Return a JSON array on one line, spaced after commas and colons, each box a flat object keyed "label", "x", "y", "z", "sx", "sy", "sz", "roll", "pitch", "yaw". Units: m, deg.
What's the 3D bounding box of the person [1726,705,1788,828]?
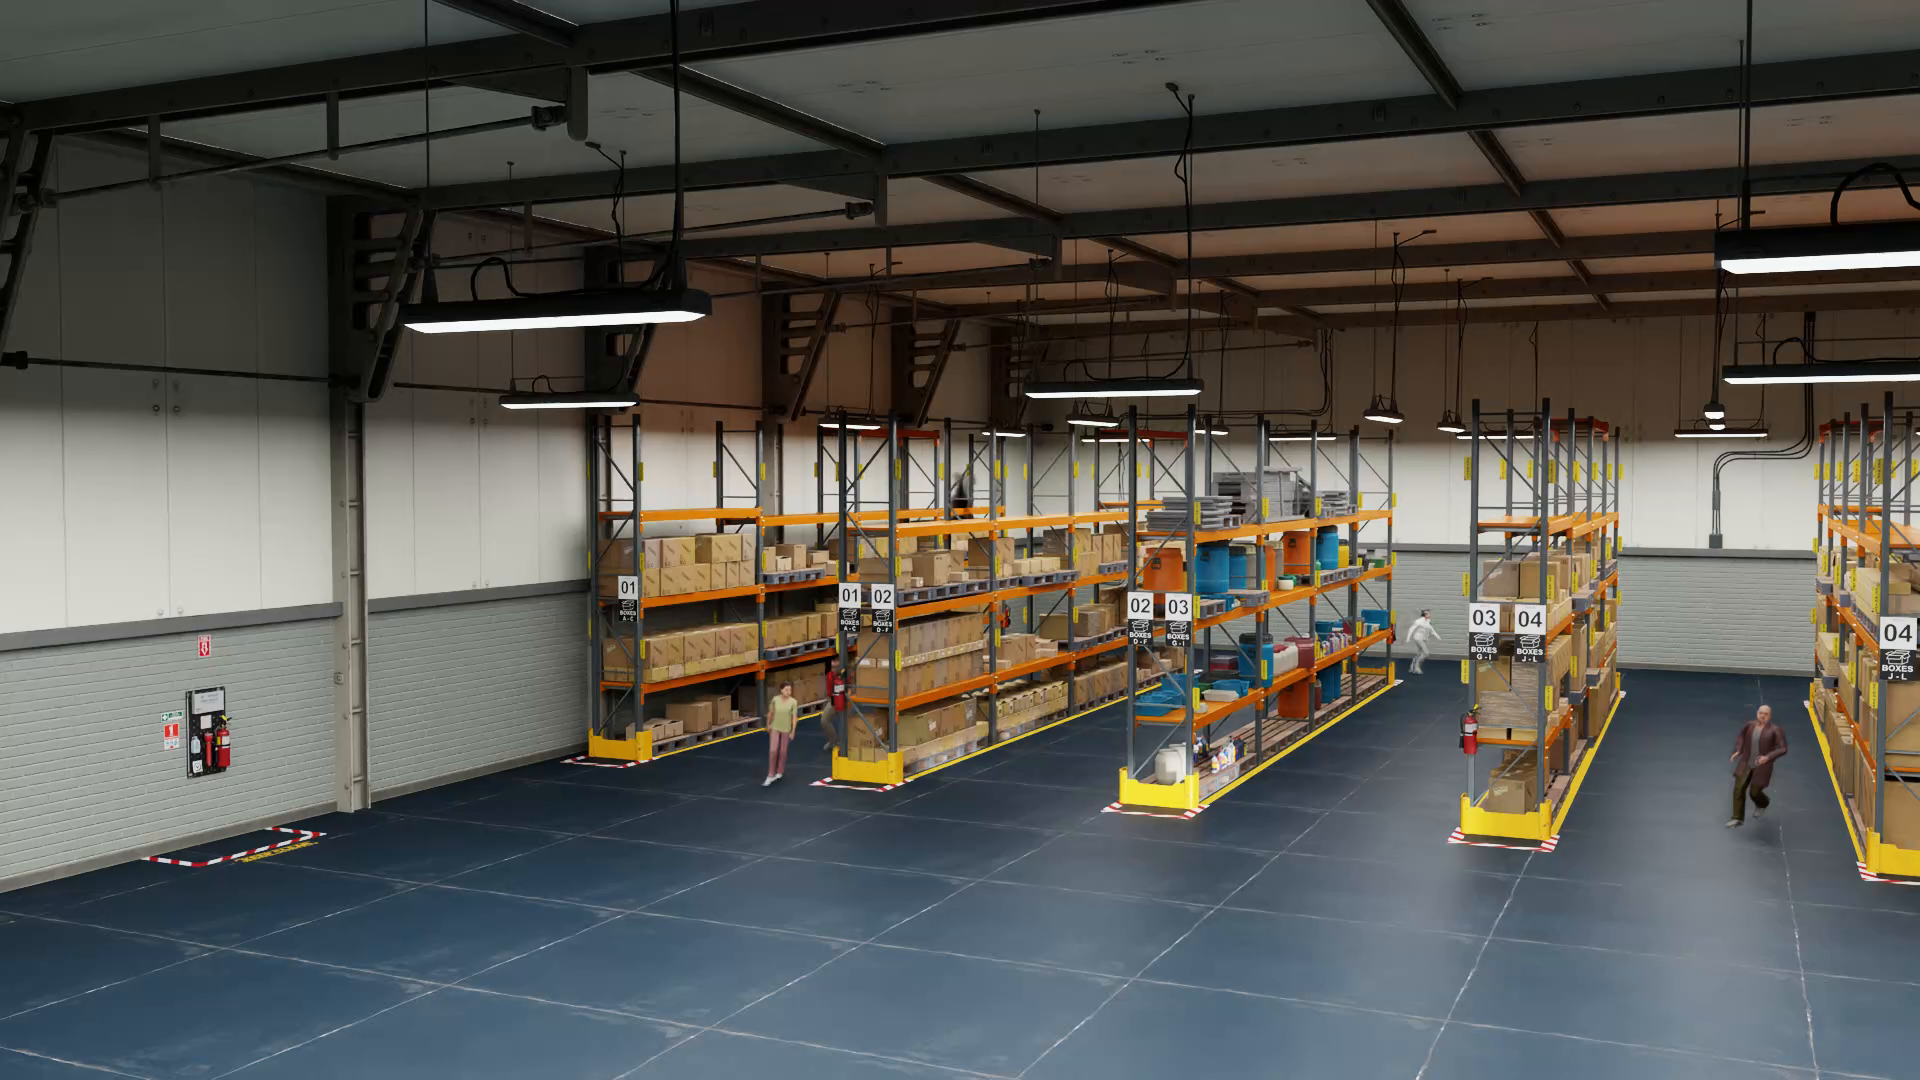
[{"label": "person", "x": 11.225, "y": 3.171, "z": 23.337, "sx": 0.928, "sy": 1.727, "sz": 0.745, "roll": -2, "pitch": 3, "yaw": -41}]

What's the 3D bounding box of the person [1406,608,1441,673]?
[{"label": "person", "x": 11.458, "y": 2.491, "z": 41.027, "sx": 0.773, "sy": 1.621, "sz": 0.570, "roll": 2, "pitch": 3, "yaw": 45}]

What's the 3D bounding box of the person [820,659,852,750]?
[{"label": "person", "x": -2.163, "y": 2.948, "z": 29.793, "sx": 0.660, "sy": 1.672, "sz": 0.735, "roll": 2, "pitch": 3, "yaw": 34}]

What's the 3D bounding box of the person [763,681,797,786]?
[{"label": "person", "x": -2.902, "y": 3.086, "z": 26.806, "sx": 0.560, "sy": 1.672, "sz": 0.634, "roll": 0, "pitch": 2, "yaw": -9}]
